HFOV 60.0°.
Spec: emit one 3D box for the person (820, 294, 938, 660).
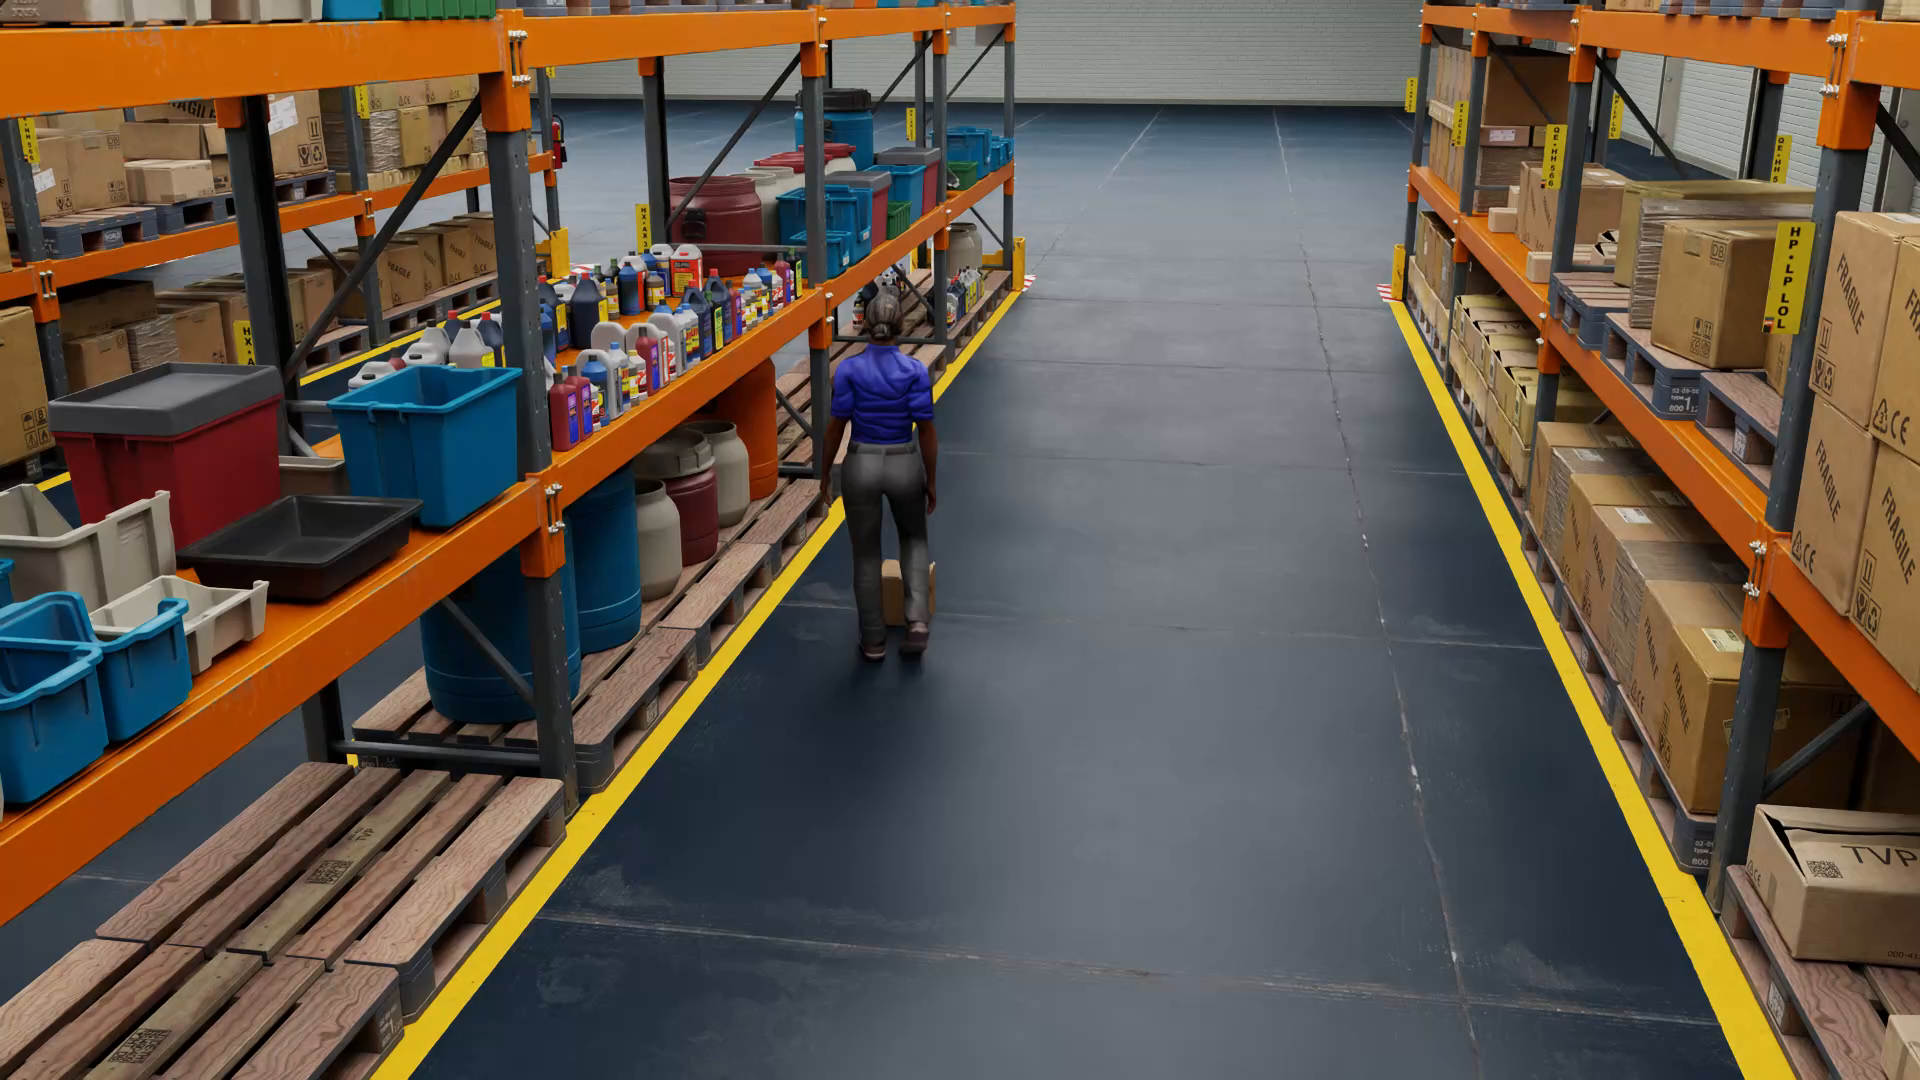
[{"bbox_3d":[-0.366,-0.263,7.397,0.513,1.686,0.396,-2,18,-6],"label":"person"}]
